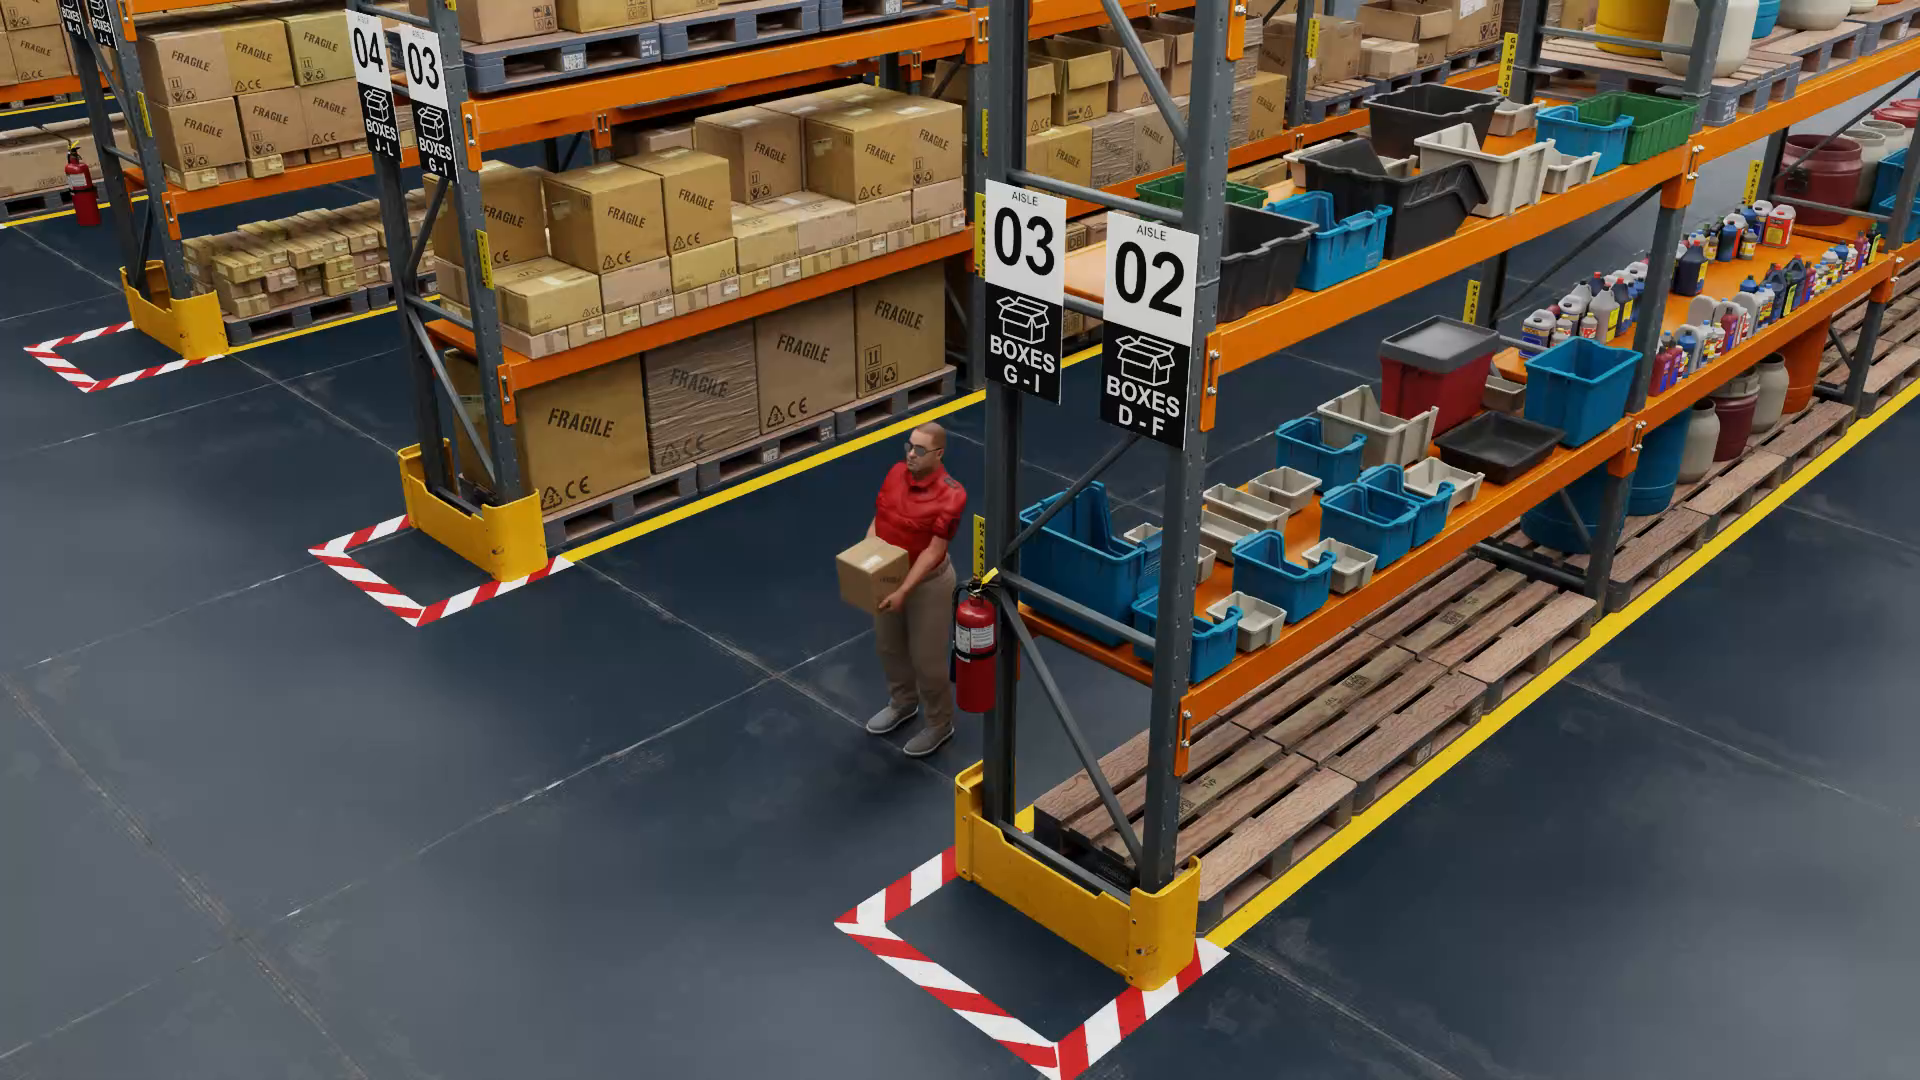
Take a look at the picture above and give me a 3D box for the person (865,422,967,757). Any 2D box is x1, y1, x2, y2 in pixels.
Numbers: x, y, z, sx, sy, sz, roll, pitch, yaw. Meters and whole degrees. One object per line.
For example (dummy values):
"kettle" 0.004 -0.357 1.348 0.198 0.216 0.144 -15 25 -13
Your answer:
"person" -0.276 0.260 8.153 0.494 1.712 0.537 25 36 39
